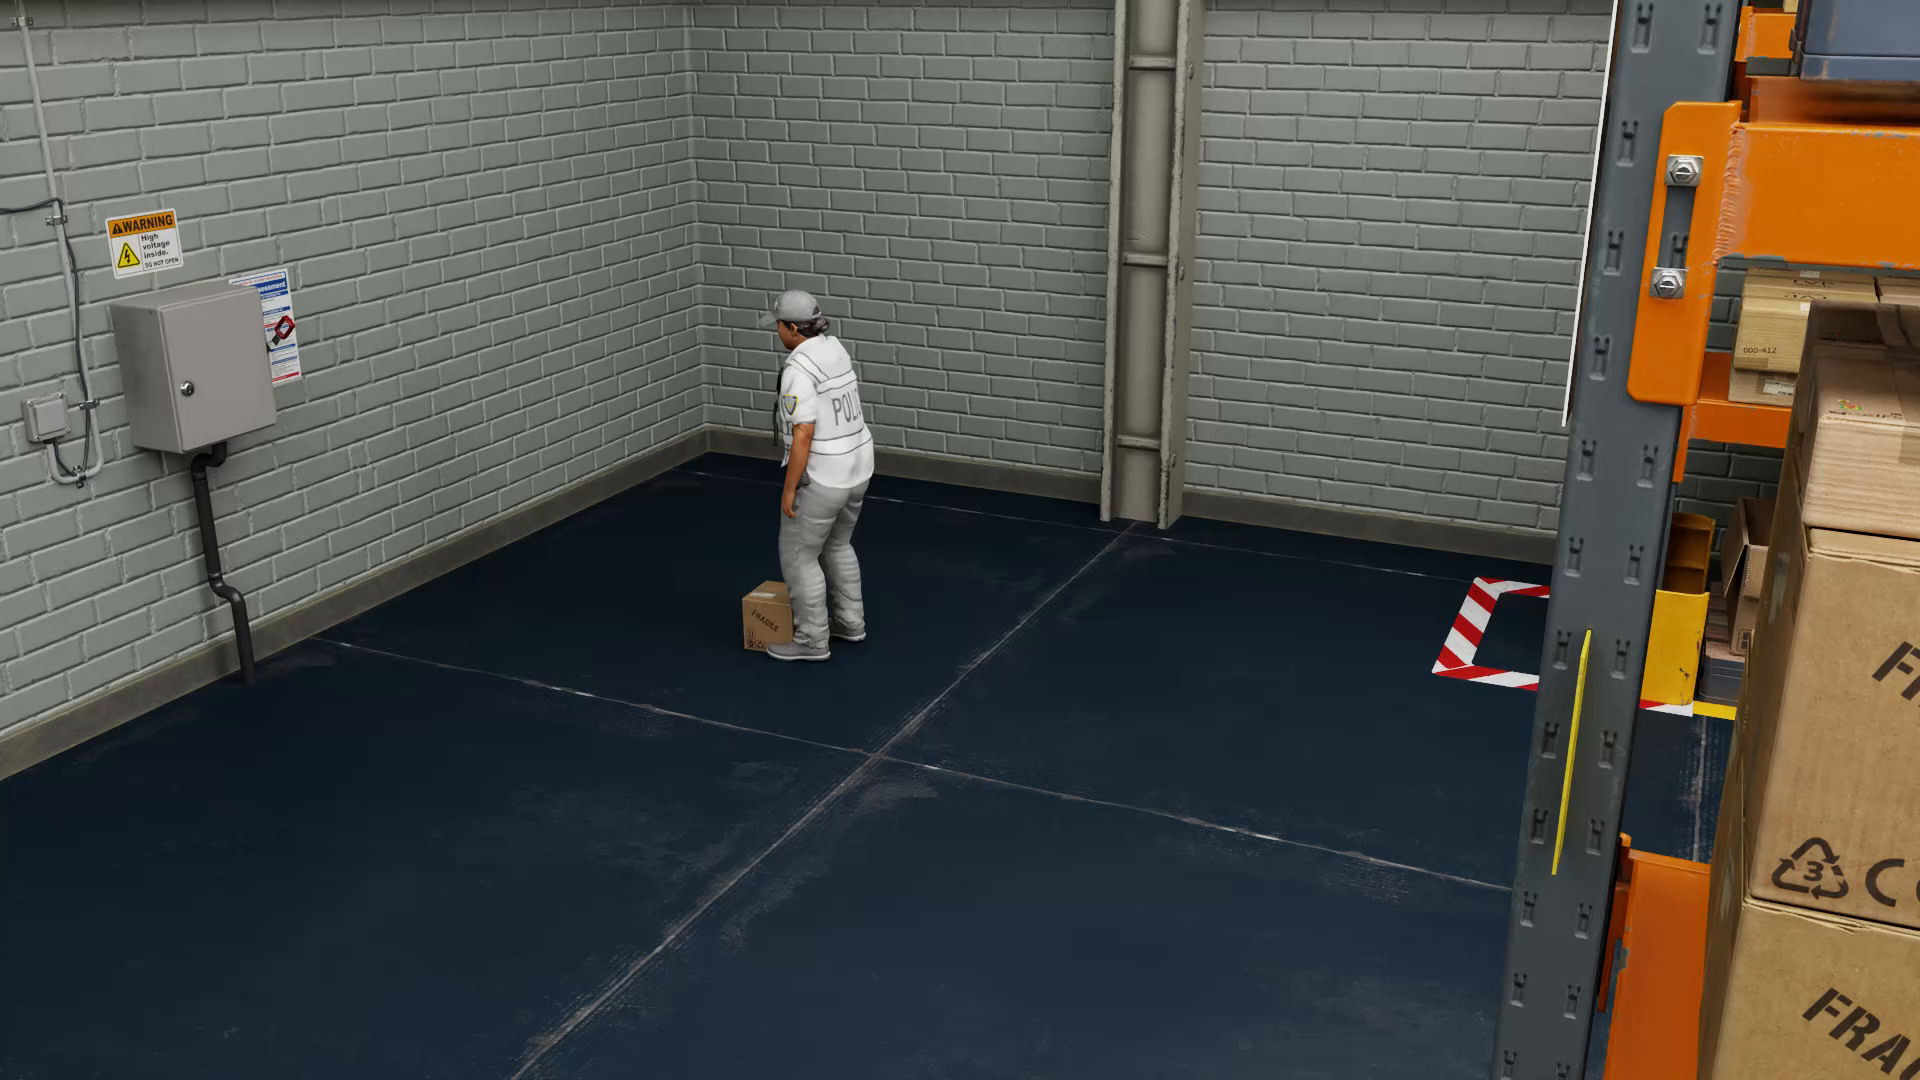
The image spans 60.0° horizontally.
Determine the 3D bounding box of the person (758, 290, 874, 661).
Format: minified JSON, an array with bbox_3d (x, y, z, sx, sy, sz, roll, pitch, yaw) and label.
[{"bbox_3d":[-0.635,-0.281,7.365,0.472,1.666,0.546,8,21,22],"label":"person"}]
